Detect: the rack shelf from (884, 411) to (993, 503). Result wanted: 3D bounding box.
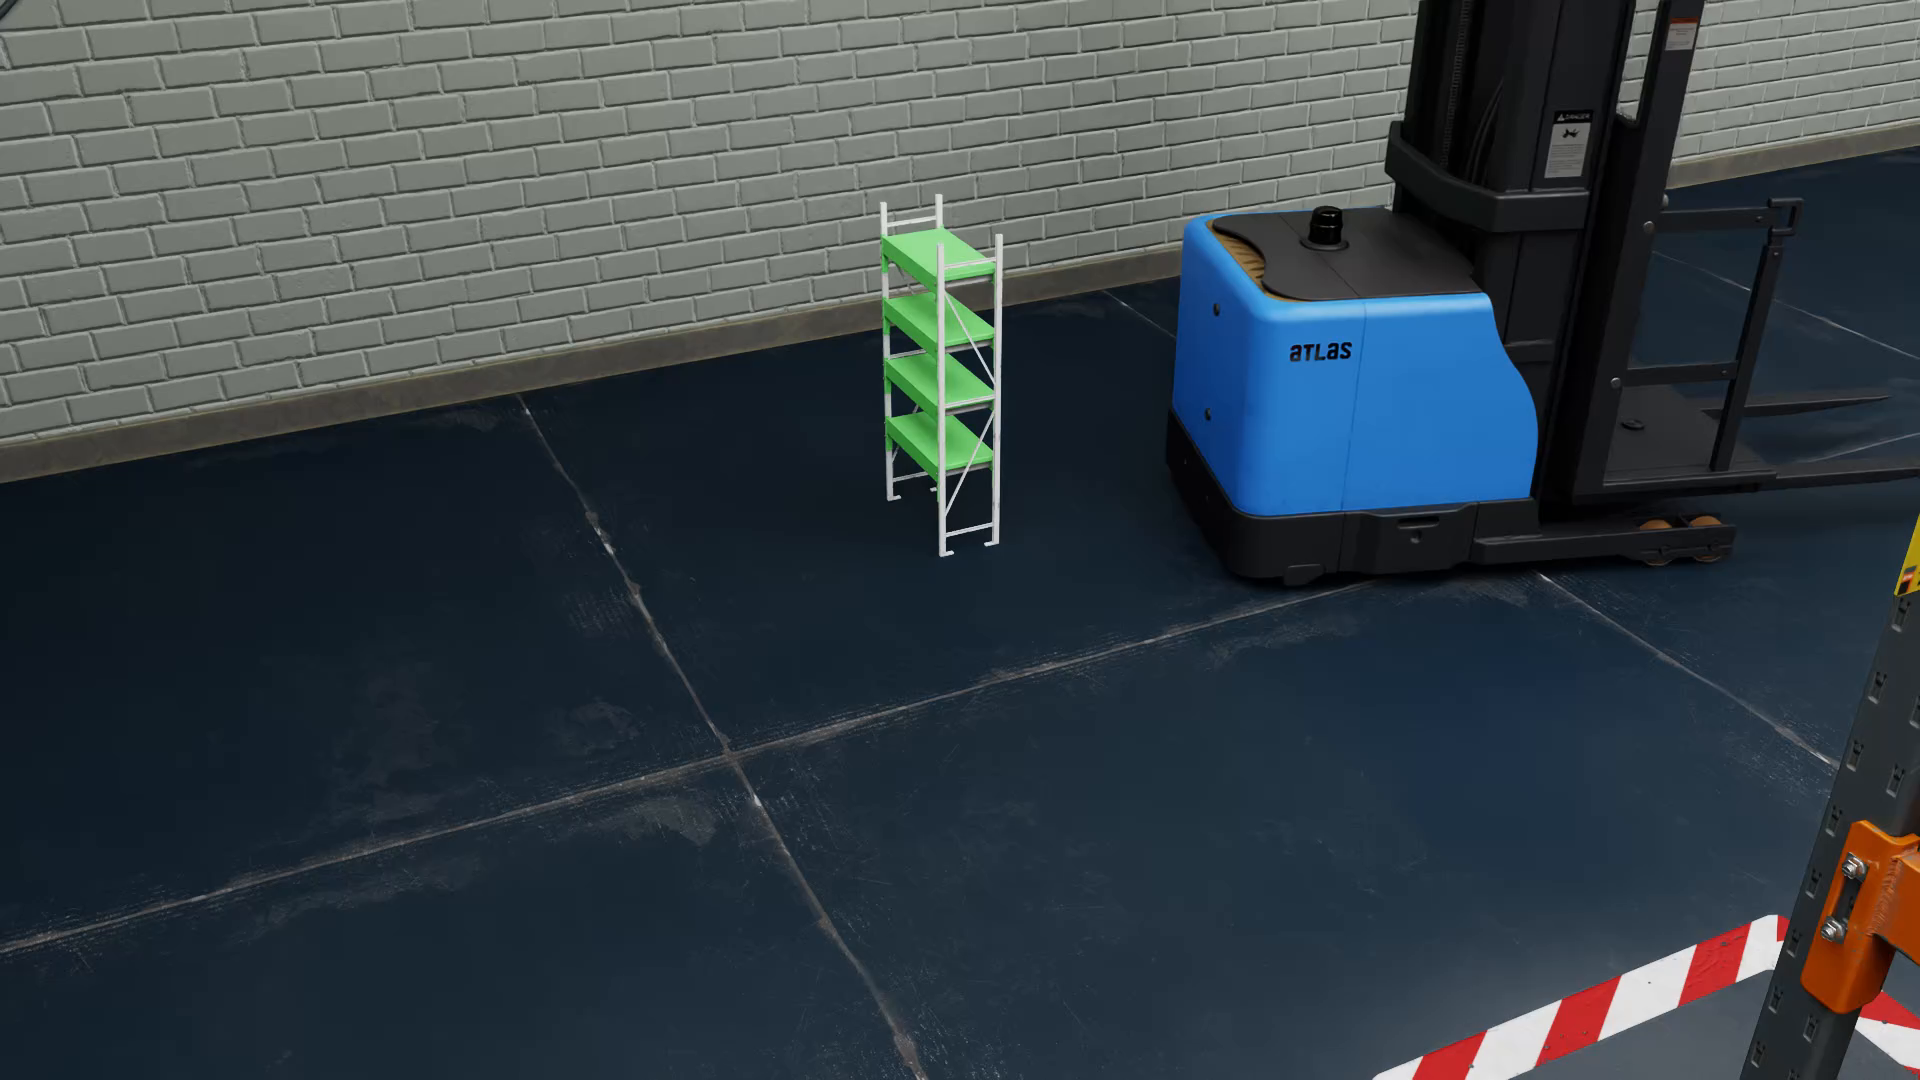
[{"bbox_3d":[-0.071,-0.331,6.236,0.258,0.148,0.480,-13,32,-22],"label":"rack shelf"}]

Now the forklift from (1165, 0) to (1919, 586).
[{"bbox_3d":[2.384,-1.435,5.813,3.031,2.935,1.130,-4,30,-7],"label":"forklift"}]

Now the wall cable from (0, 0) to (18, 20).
[{"bbox_3d":[-4.648,-2.599,4.858,3.097,2.526,0.112,-13,32,-22],"label":"wall cable"}]

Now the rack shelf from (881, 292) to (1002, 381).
[{"bbox_3d":[-0.071,-0.750,6.001,0.258,0.148,0.480,-13,32,-22],"label":"rack shelf"}]

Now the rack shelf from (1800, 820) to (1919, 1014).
[{"bbox_3d":[2.788,1.393,1.435,1.077,0.370,4.000,-13,32,-22],"label":"rack shelf"}]

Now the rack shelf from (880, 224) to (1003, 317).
[{"bbox_3d":[-0.071,-0.959,5.883,0.258,0.148,0.480,-13,32,-22],"label":"rack shelf"}]

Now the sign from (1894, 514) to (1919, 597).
[{"bbox_3d":[1.439,-0.068,2.420,0.100,0.325,0.005,-13,32,-22],"label":"sign"}]

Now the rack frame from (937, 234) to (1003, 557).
[{"bbox_3d":[0.034,-0.489,5.895,0.240,1.200,0.015,-13,32,-22],"label":"rack frame"}]

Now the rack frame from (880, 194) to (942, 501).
[{"bbox_3d":[-0.176,-0.704,6.279,0.240,1.200,0.015,-13,32,-22],"label":"rack frame"}]

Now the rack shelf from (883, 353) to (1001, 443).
[{"bbox_3d":[-0.071,-0.541,6.118,0.258,0.148,0.480,-13,32,-22],"label":"rack shelf"}]

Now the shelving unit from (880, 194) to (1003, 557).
[{"bbox_3d":[-0.071,-0.596,6.087,0.258,1.200,0.503,-13,32,-22],"label":"shelving unit"}]
